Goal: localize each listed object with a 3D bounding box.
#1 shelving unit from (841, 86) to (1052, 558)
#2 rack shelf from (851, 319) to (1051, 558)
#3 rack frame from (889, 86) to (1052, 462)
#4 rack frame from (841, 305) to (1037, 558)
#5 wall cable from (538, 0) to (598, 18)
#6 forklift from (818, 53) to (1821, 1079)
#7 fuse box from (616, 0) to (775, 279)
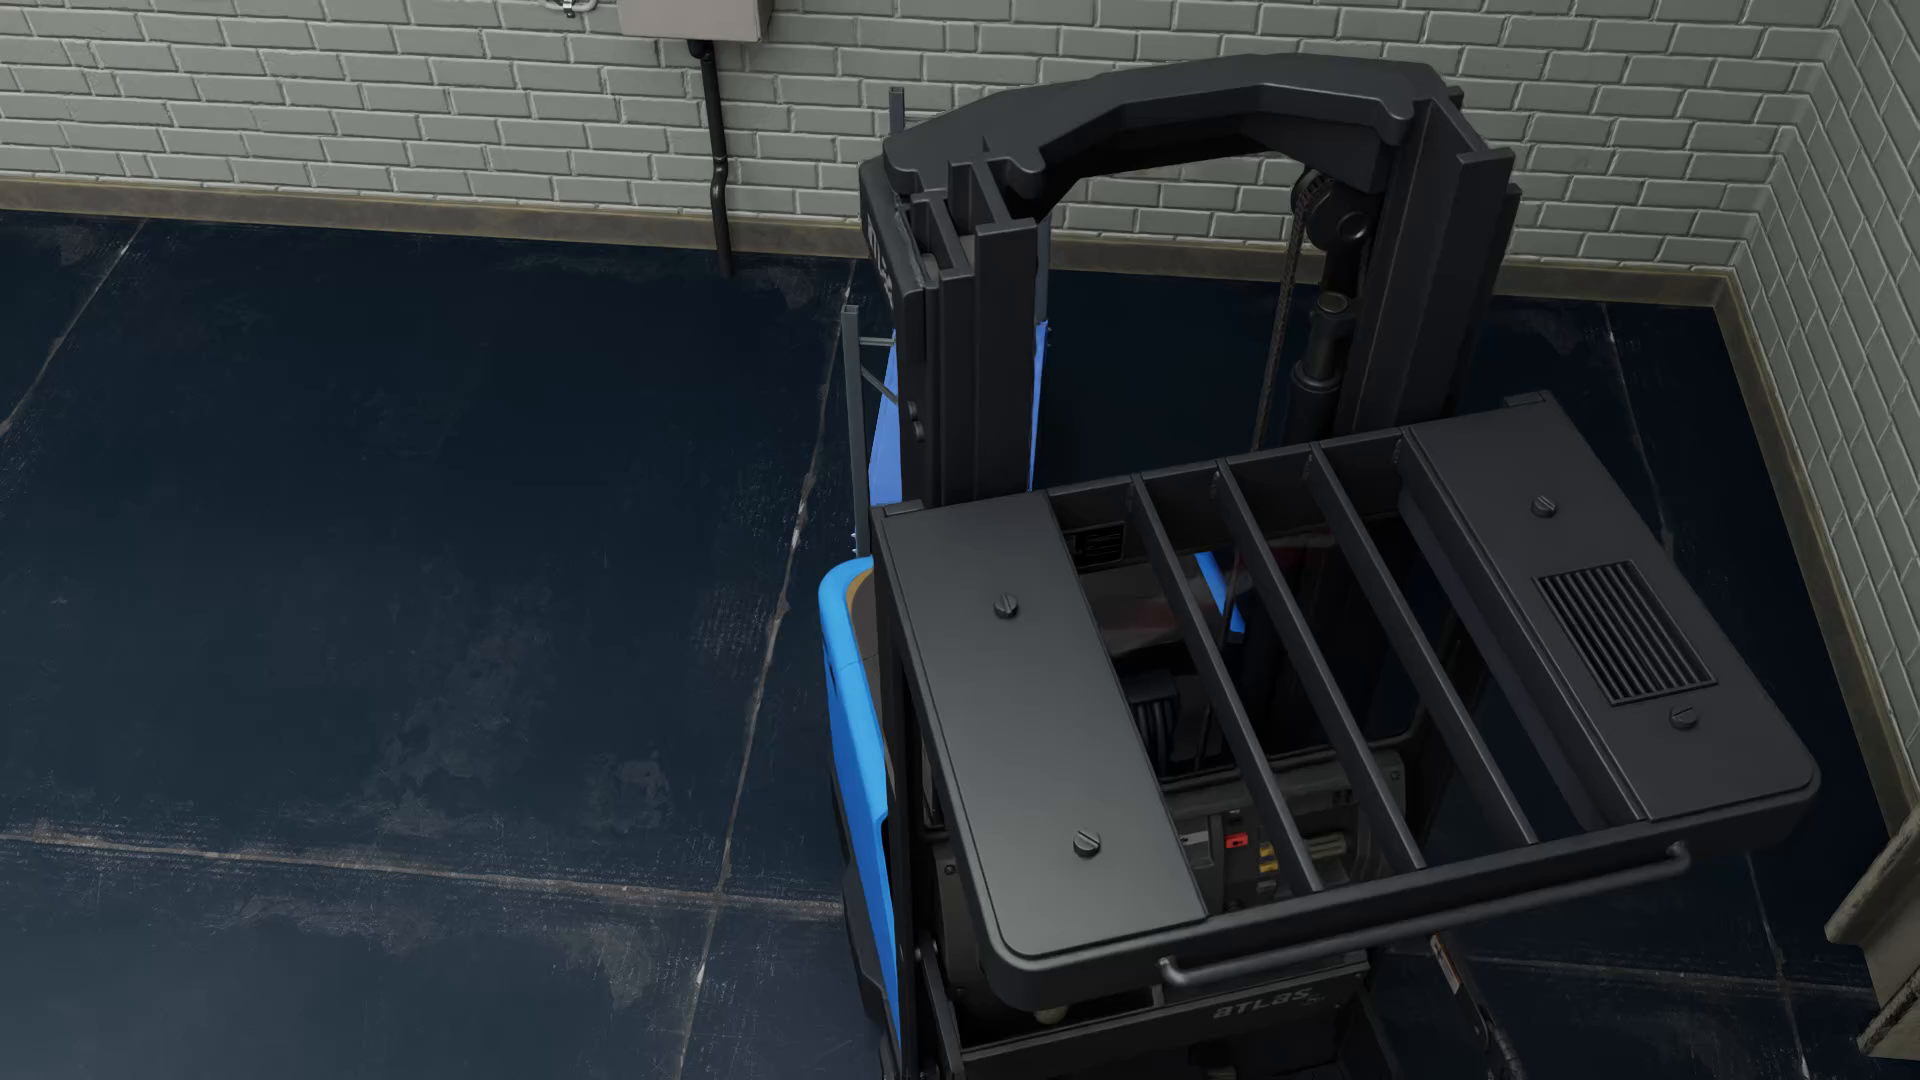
[{"bbox_3d":[-0.008,-0.443,5.139,0.538,1.500,1.048,4,48,4],"label":"shelving unit"},{"bbox_3d":[-0.008,-0.322,5.272,0.538,0.185,1.000,4,48,4],"label":"rack shelf"},{"bbox_3d":[0.039,-0.817,5.481,0.500,1.500,0.032,4,48,4],"label":"rack frame"},{"bbox_3d":[-0.054,-0.070,4.798,0.500,1.500,0.032,4,48,4],"label":"rack frame"},{"bbox_3d":[-1.583,-2.571,5.380,0.588,1.984,0.122,4,48,4],"label":"wall cable"},{"bbox_3d":[0.467,0.771,3.058,1.130,2.935,3.031,-10,48,-9],"label":"forklift"},{"bbox_3d":[-0.918,-1.632,6.083,0.539,1.711,0.414,4,48,4],"label":"fuse box"}]
